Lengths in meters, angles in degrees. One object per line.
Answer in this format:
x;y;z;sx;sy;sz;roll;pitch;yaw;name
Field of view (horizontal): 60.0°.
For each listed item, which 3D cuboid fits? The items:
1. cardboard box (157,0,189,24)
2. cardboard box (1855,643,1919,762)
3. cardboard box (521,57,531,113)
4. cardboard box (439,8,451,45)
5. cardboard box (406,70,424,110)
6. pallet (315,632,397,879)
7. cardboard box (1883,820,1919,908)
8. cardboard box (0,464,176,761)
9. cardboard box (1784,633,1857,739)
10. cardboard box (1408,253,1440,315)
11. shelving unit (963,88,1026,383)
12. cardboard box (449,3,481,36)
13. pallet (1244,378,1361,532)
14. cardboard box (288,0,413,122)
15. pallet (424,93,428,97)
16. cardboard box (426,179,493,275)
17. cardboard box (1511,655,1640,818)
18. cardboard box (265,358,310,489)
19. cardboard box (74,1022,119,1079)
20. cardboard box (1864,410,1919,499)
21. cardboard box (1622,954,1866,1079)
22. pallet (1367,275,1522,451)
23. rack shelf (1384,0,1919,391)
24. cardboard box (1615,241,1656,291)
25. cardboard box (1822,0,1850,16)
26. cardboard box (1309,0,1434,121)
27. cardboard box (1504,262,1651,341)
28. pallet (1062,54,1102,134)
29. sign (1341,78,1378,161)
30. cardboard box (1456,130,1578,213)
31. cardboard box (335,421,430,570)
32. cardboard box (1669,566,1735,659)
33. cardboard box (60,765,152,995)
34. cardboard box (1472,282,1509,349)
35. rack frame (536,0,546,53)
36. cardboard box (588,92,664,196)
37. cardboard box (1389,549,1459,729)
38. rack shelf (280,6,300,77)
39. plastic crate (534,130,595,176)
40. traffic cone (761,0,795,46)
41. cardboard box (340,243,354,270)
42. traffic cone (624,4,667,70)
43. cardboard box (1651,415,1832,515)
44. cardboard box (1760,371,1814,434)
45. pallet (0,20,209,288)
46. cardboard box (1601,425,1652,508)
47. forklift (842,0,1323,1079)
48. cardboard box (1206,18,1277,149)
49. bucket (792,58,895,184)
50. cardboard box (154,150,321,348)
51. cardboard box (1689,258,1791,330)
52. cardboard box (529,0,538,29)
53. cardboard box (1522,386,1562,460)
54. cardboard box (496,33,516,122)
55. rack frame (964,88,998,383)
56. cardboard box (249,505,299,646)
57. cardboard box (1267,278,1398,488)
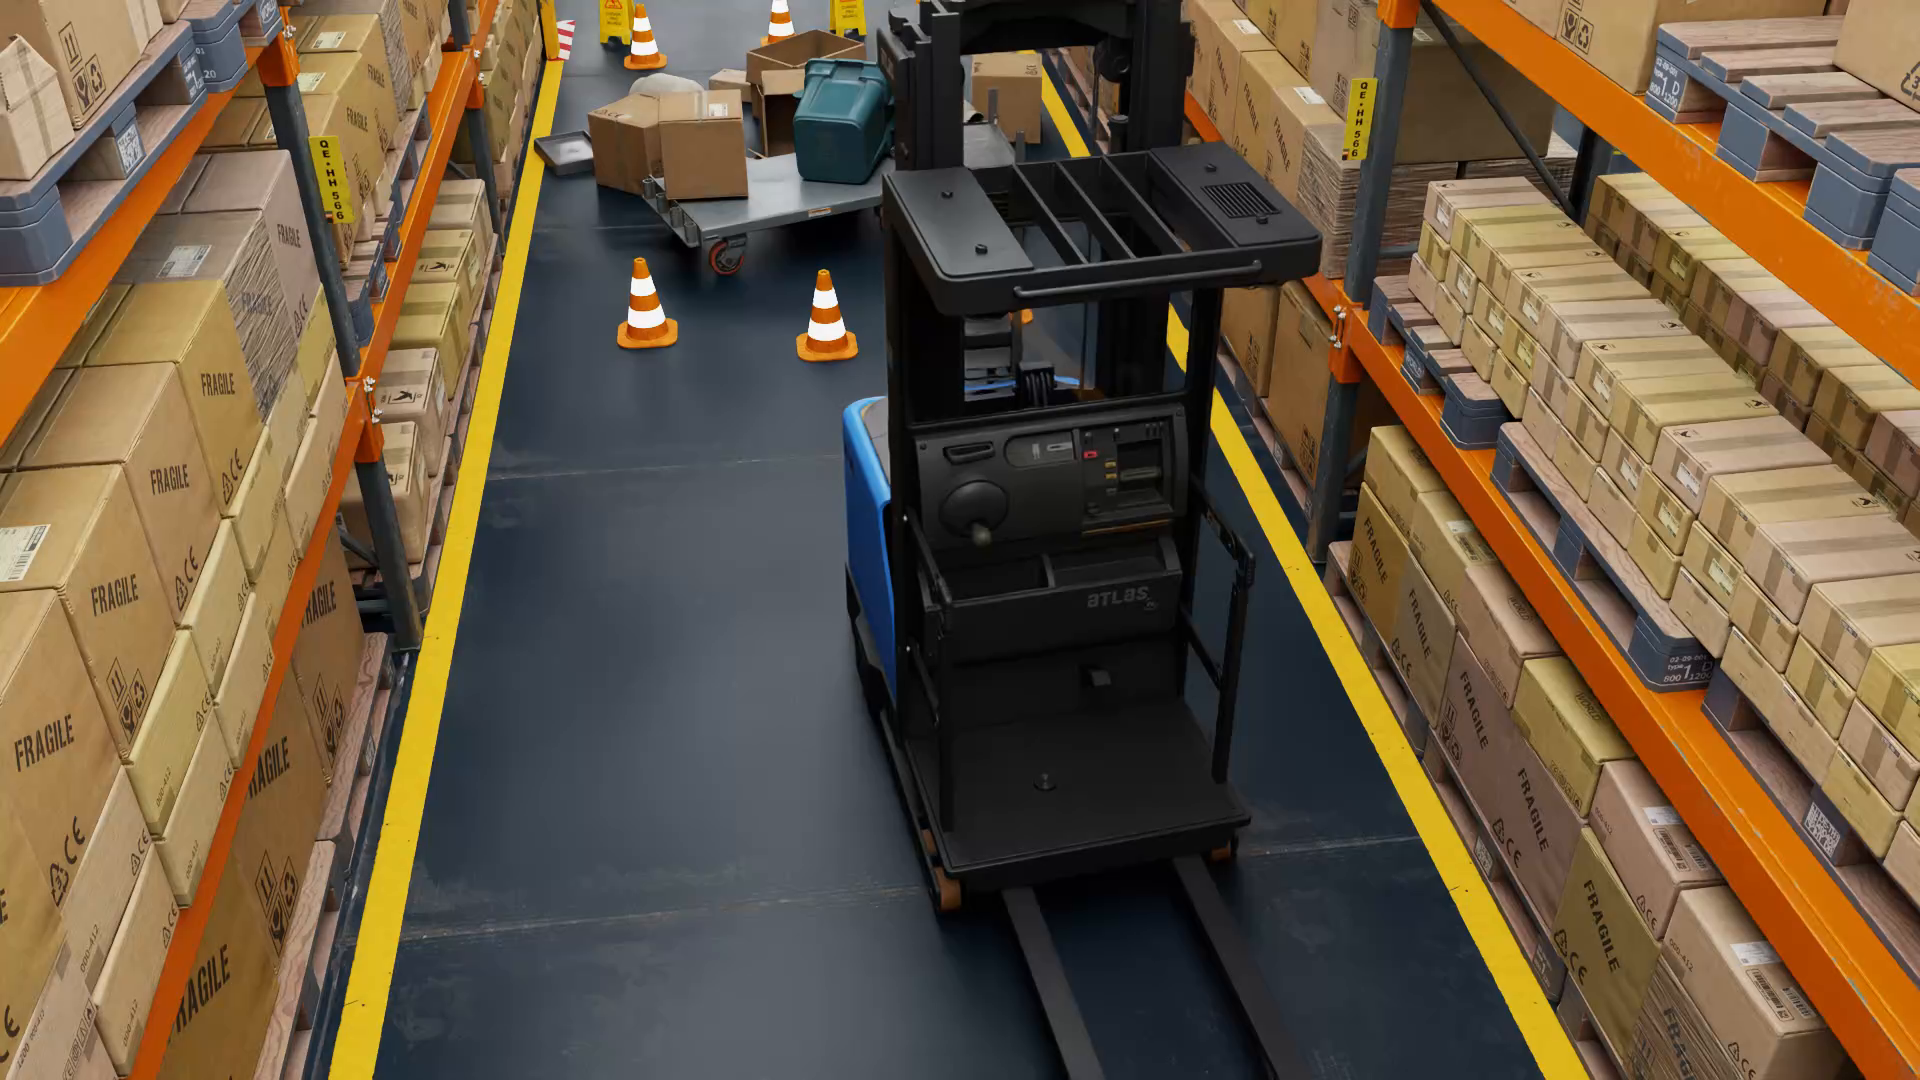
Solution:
-2.472;-1.680;4.426;0.700;0.500;0.500;-6;35;-9;cardboard box
2.352;0.363;3.876;0.380;0.149;0.250;-5;35;-8;cardboard box
-3.356;-3.253;11.929;0.500;0.250;0.500;-6;35;-8;cardboard box
-2.988;-2.799;9.044;0.380;0.149;0.250;-4;34;-6;cardboard box
-2.865;-2.229;8.207;0.380;0.149;0.250;-4;35;-6;cardboard box
-2.762;0.834;6.338;1.003;0.211;1.213;-4;35;-6;pallet
2.387;0.761;3.820;0.380;0.149;0.250;-5;35;-7;cardboard box
-2.190;0.185;3.838;0.500;0.500;0.500;-5;35;-8;cardboard box
2.320;0.352;4.156;0.380;0.149;0.250;-3;34;-4;cardboard box
1.958;-1.000;6.403;0.380;0.149;0.250;-5;35;-7;cardboard box
0.002;-0.792;7.048;0.431;2.100;0.503;-6;35;-9;shelving unit
-3.056;-3.092;9.847;0.380;0.149;0.250;-5;35;-7;cardboard box
2.067;-0.488;8.279;1.003;0.211;1.213;-4;35;-6;pallet
-2.839;-2.236;7.641;0.500;0.500;0.500;-6;35;-8;cardboard box
-3.373;-2.479;8.894;1.003;0.211;1.213;-4;35;-6;pallet
-3.258;-1.791;9.675;0.950;0.372;0.625;-4;34;-6;cardboard box
2.144;0.609;5.374;0.500;0.250;0.500;-6;35;-8;cardboard box
-2.404;-0.371;5.320;0.500;0.250;0.500;-5;35;-8;cardboard box
-2.053;1.265;3.363;0.500;0.250;0.500;-5;35;-7;cardboard box
2.864;-0.254;4.782;0.380;0.149;0.250;-3;34;-5;cardboard box
2.287;1.503;4.728;0.500;0.500;0.500;-5;35;-7;cardboard box
2.300;-0.726;6.322;1.213;0.211;1.003;-4;35;-6;pallet
2.367;-1.021;4.560;1.077;0.370;4.000;-4;35;-6;rack shelf
2.653;-0.997;6.136;0.380;0.149;0.250;-3;34;-5;cardboard box
2.570;-1.619;4.710;0.500;0.500;0.500;-4;35;-6;cardboard box
1.978;-2.183;7.313;0.700;0.500;0.500;-5;35;-7;cardboard box
2.071;-0.803;5.587;0.380;0.149;0.250;-6;35;-8;cardboard box
1.368;-3.387;12.533;1.003;0.211;1.213;-4;35;-6;pallet
1.549;-1.629;6.449;0.100;0.325;0.005;-4;35;-6;sign
2.305;-1.507;7.209;0.500;0.500;0.500;-4;34;-6;cardboard box
-2.859;-0.167;7.292;0.950;0.372;0.625;-7;35;-10;cardboard box
2.243;0.182;4.669;0.380;0.149;0.250;-6;35;-8;cardboard box
-2.133;0.768;3.648;0.500;0.250;0.500;-4;34;-6;cardboard box
2.042;-0.803;5.850;0.380;0.149;0.250;-5;35;-8;cardboard box
-3.869;-5.228;12.758;1.000;3.000;0.127;-4;35;-6;rack frame
-2.127;-2.665;11.214;0.500;0.500;0.500;20;39;26;cardboard box
2.012;0.359;6.406;0.500;0.500;0.500;-4;34;-6;cardboard box
-3.062;-2.822;7.202;1.077;0.370;4.000;-4;35;-6;rack shelf
-2.730;-2.727;11.681;0.402;0.080;0.583;-16;38;-23;plastic crate
-1.479;-4.311;13.665;0.336;0.463;0.334;-4;35;-6;traffic cone
-2.657;-1.189;6.681;0.380;0.149;0.250;-6;35;-9;cardboard box
-2.533;-4.037;13.263;0.336;0.463;0.334;-4;35;-6;traffic cone
2.214;-0.215;4.724;0.380;0.149;0.250;-6;35;-9;cardboard box
2.792;-0.427;5.298;0.380;0.149;0.250;-4;34;-5;cardboard box
-2.501;-0.946;3.979;1.003;0.211;1.213;-3;34;-4;pallet
2.179;-0.234;5.015;0.380;0.149;0.250;-3;34;-5;cardboard box
0.368;-0.148;5.365;1.130;2.935;3.031;-8;35;-12;forklift
1.566;-2.310;8.388;0.500;0.500;0.500;-4;34;-6;cardboard box
-0.743;-2.604;10.464;0.726;0.611;0.620;7;45;10;bucket
-2.464;-0.949;5.503;0.500;0.500;0.500;-5;35;-8;cardboard box
2.725;-0.836;5.636;0.380;0.149;0.250;-3;34;-5;cardboard box
-3.503;-4.148;12.575;0.500;0.500;0.500;-4;34;-6;cardboard box
2.107;-0.400;5.524;0.380;0.149;0.250;-3;34;-5;cardboard box
-3.227;-2.990;10.877;0.500;0.500;0.500;-3;34;-4;cardboard box
-0.046;-0.927;7.246;0.400;2.100;0.015;-6;35;-9;rack frame
-2.332;0.127;5.033;0.500;0.250;0.500;-5;35;-7;cardboard box
2.106;-0.785;7.864;1.050;0.750;0.750;-5;35;-7;cardboard box
